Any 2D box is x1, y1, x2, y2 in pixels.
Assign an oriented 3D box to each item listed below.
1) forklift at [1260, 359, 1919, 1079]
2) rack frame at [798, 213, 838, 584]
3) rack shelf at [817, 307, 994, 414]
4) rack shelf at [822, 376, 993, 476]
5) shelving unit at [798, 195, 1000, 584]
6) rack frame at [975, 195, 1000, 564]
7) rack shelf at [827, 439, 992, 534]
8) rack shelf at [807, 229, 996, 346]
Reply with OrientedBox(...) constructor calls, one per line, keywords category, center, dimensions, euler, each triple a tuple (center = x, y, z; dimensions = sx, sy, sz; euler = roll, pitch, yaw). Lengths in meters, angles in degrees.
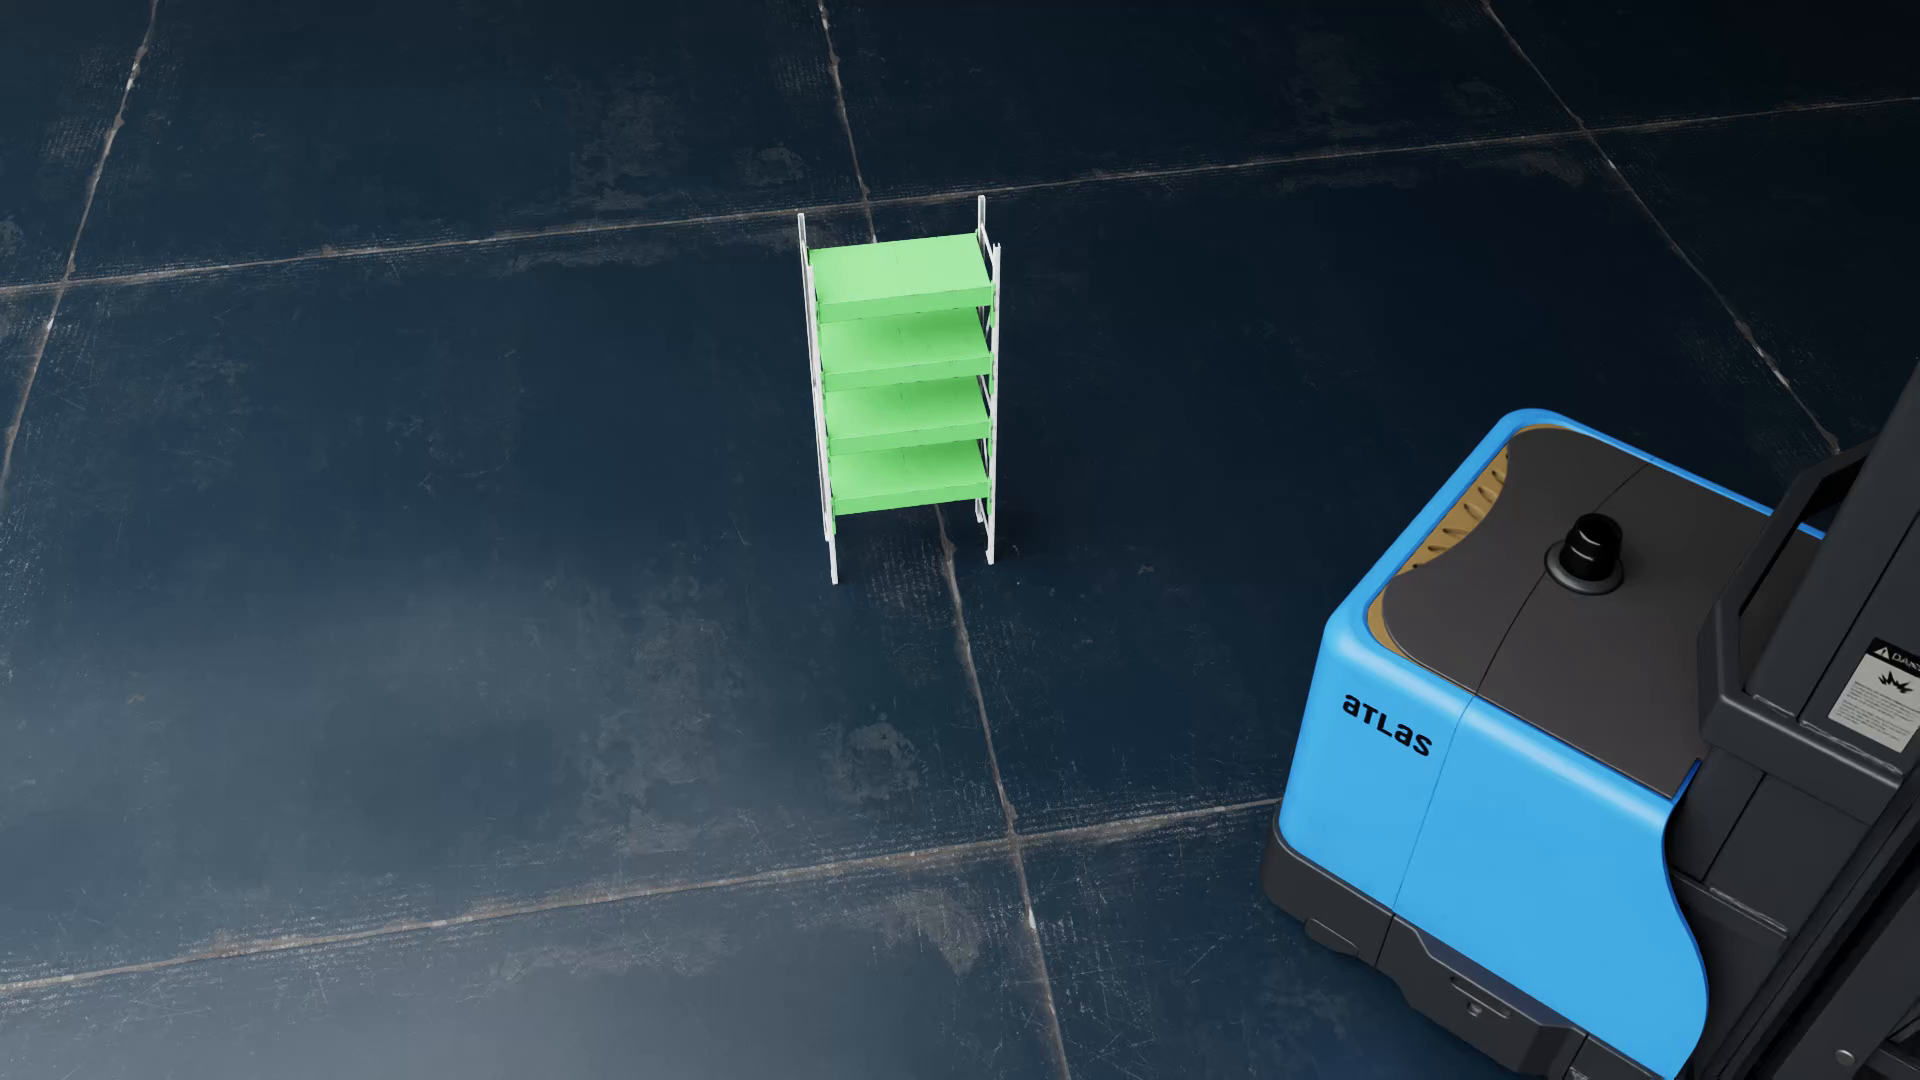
OrientedBox(category="forklift", center=(2.243, 0.313, 2.913), dimensions=(3.031, 2.935, 1.130), euler=(30, 53, 26))
OrientedBox(category="rack frame", center=(-0.404, -0.366, 4.769), dimensions=(0.015, 1.200, 0.240), euler=(-7, 46, -7))
OrientedBox(category="rack shelf", center=(-0.163, -0.518, 4.671), dimensions=(0.480, 0.148, 0.258), euler=(-7, 46, -7))
OrientedBox(category="rack shelf", center=(-0.163, -0.352, 4.844), dimensions=(0.480, 0.148, 0.258), euler=(-7, 46, -7))
OrientedBox(category="shelving unit", center=(-0.163, -0.396, 4.798), dimensions=(0.503, 1.200, 0.258), euler=(-7, 46, -7))
OrientedBox(category="rack frame", center=(0.077, -0.426, 4.827), dimensions=(0.015, 1.200, 0.240), euler=(-7, 46, -7))
OrientedBox(category="rack shelf", center=(-0.163, -0.185, 5.017), dimensions=(0.480, 0.148, 0.258), euler=(-7, 46, -7))
OrientedBox(category="rack shelf", center=(-0.163, -0.685, 4.499), dimensions=(0.480, 0.148, 0.258), euler=(-7, 46, -7))
